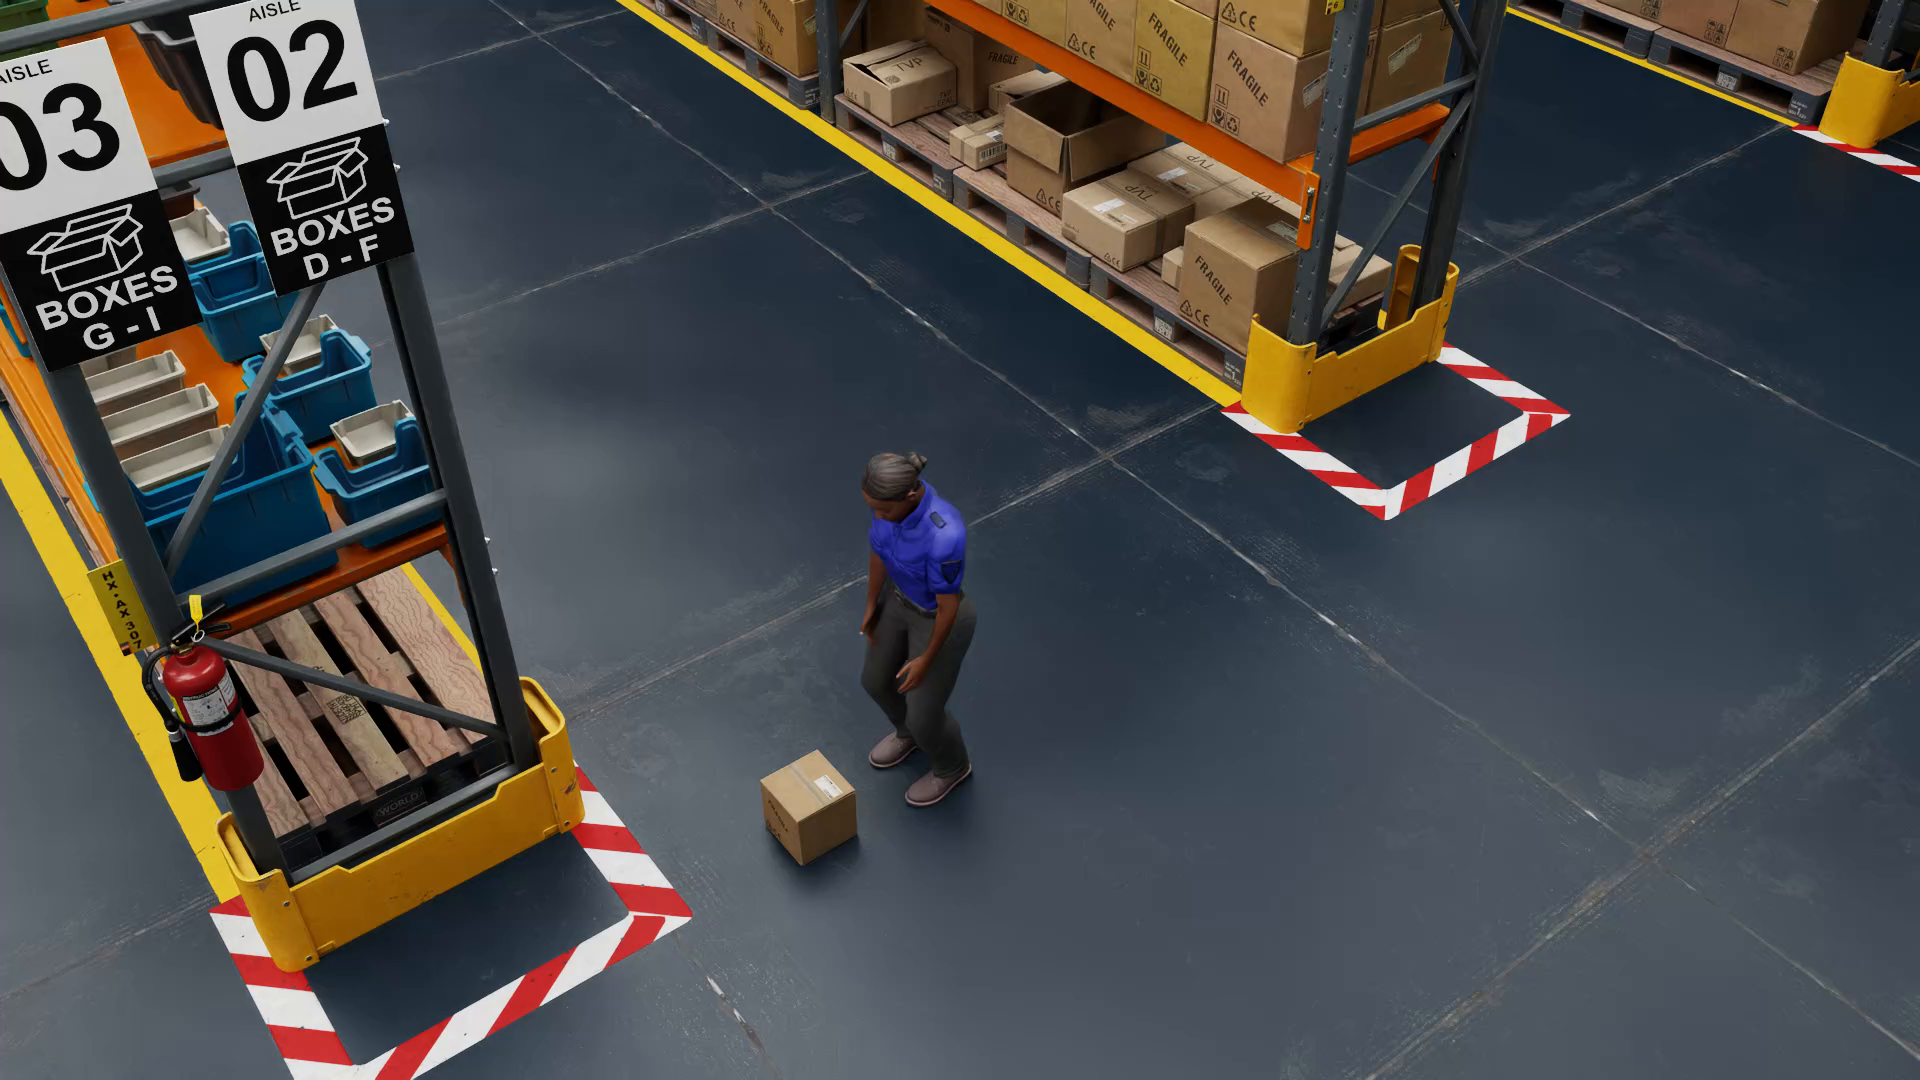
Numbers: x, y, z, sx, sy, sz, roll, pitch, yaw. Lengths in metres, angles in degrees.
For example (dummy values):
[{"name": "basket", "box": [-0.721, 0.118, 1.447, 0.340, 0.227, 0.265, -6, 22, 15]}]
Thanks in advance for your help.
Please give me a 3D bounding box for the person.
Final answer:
[{"name": "person", "box": [-0.144, 0.300, 5.875, 0.411, 1.588, 0.465, -25, 47, -27]}]
